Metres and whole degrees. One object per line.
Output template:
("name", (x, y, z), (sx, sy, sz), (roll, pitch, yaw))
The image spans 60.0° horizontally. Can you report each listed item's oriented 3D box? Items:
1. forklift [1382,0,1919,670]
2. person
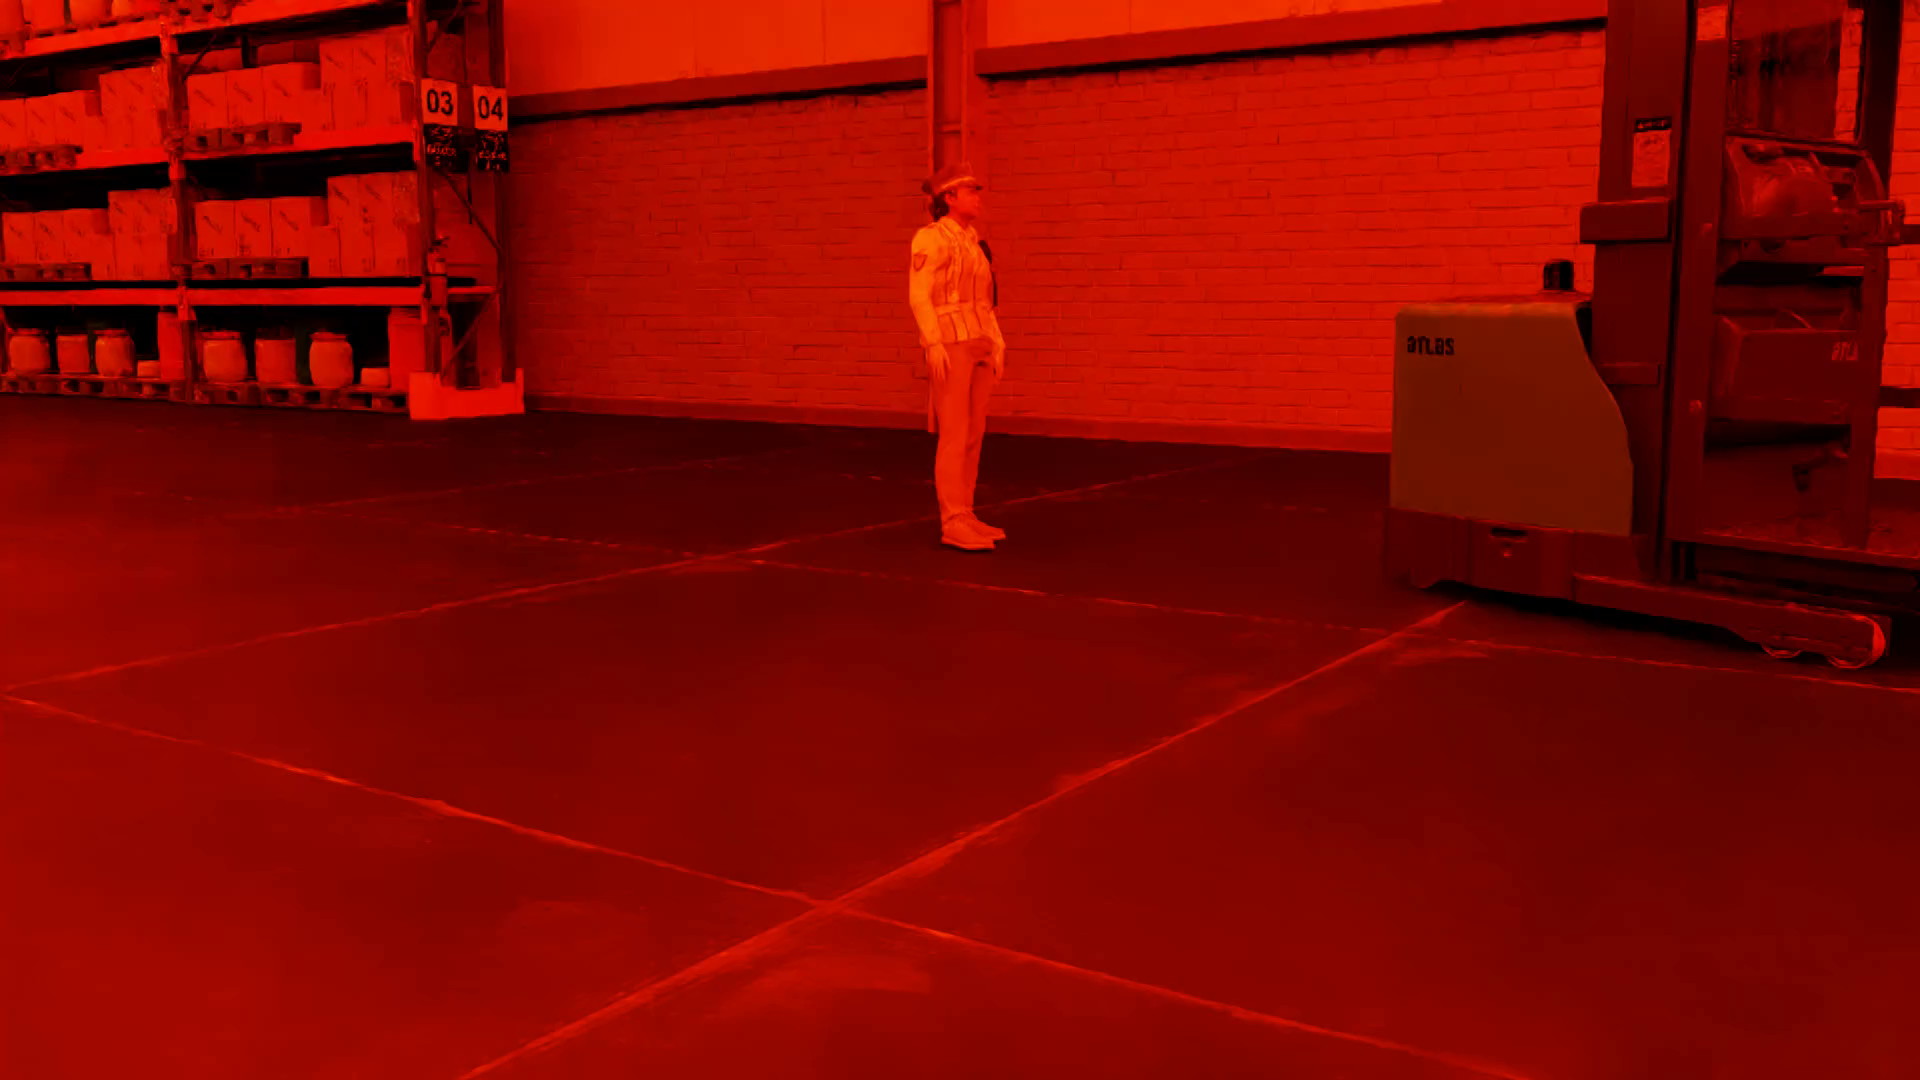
("forklift", (2.882, -1.145, 5.245), (1.130, 2.935, 3.031), (-6, 10, -36))
("person", (0.052, -0.840, 7.440), (0.533, 1.695, 0.586), (5, 10, 34))
